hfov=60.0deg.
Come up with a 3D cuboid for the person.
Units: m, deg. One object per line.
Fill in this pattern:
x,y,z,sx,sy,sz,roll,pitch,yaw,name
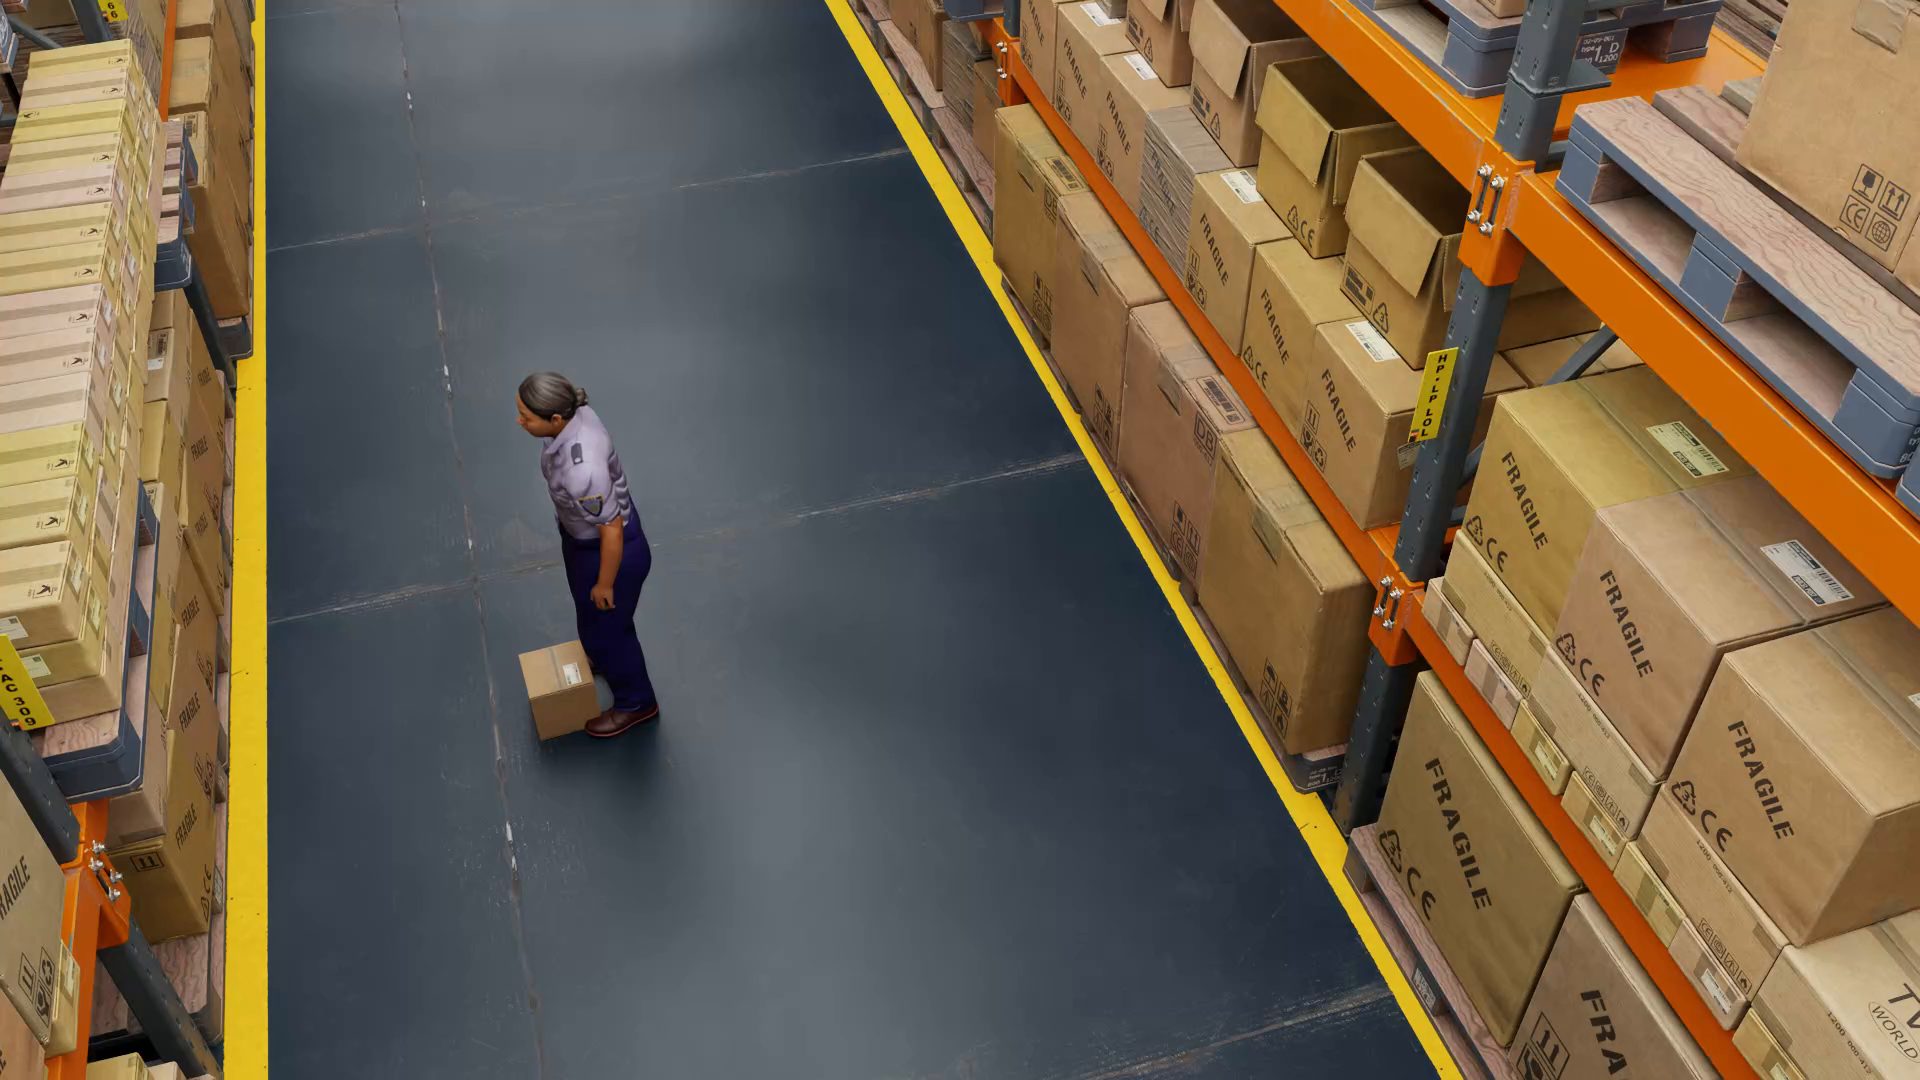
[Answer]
-1.357,0.019,6.147,0.363,1.650,0.553,-14,44,-15,person
